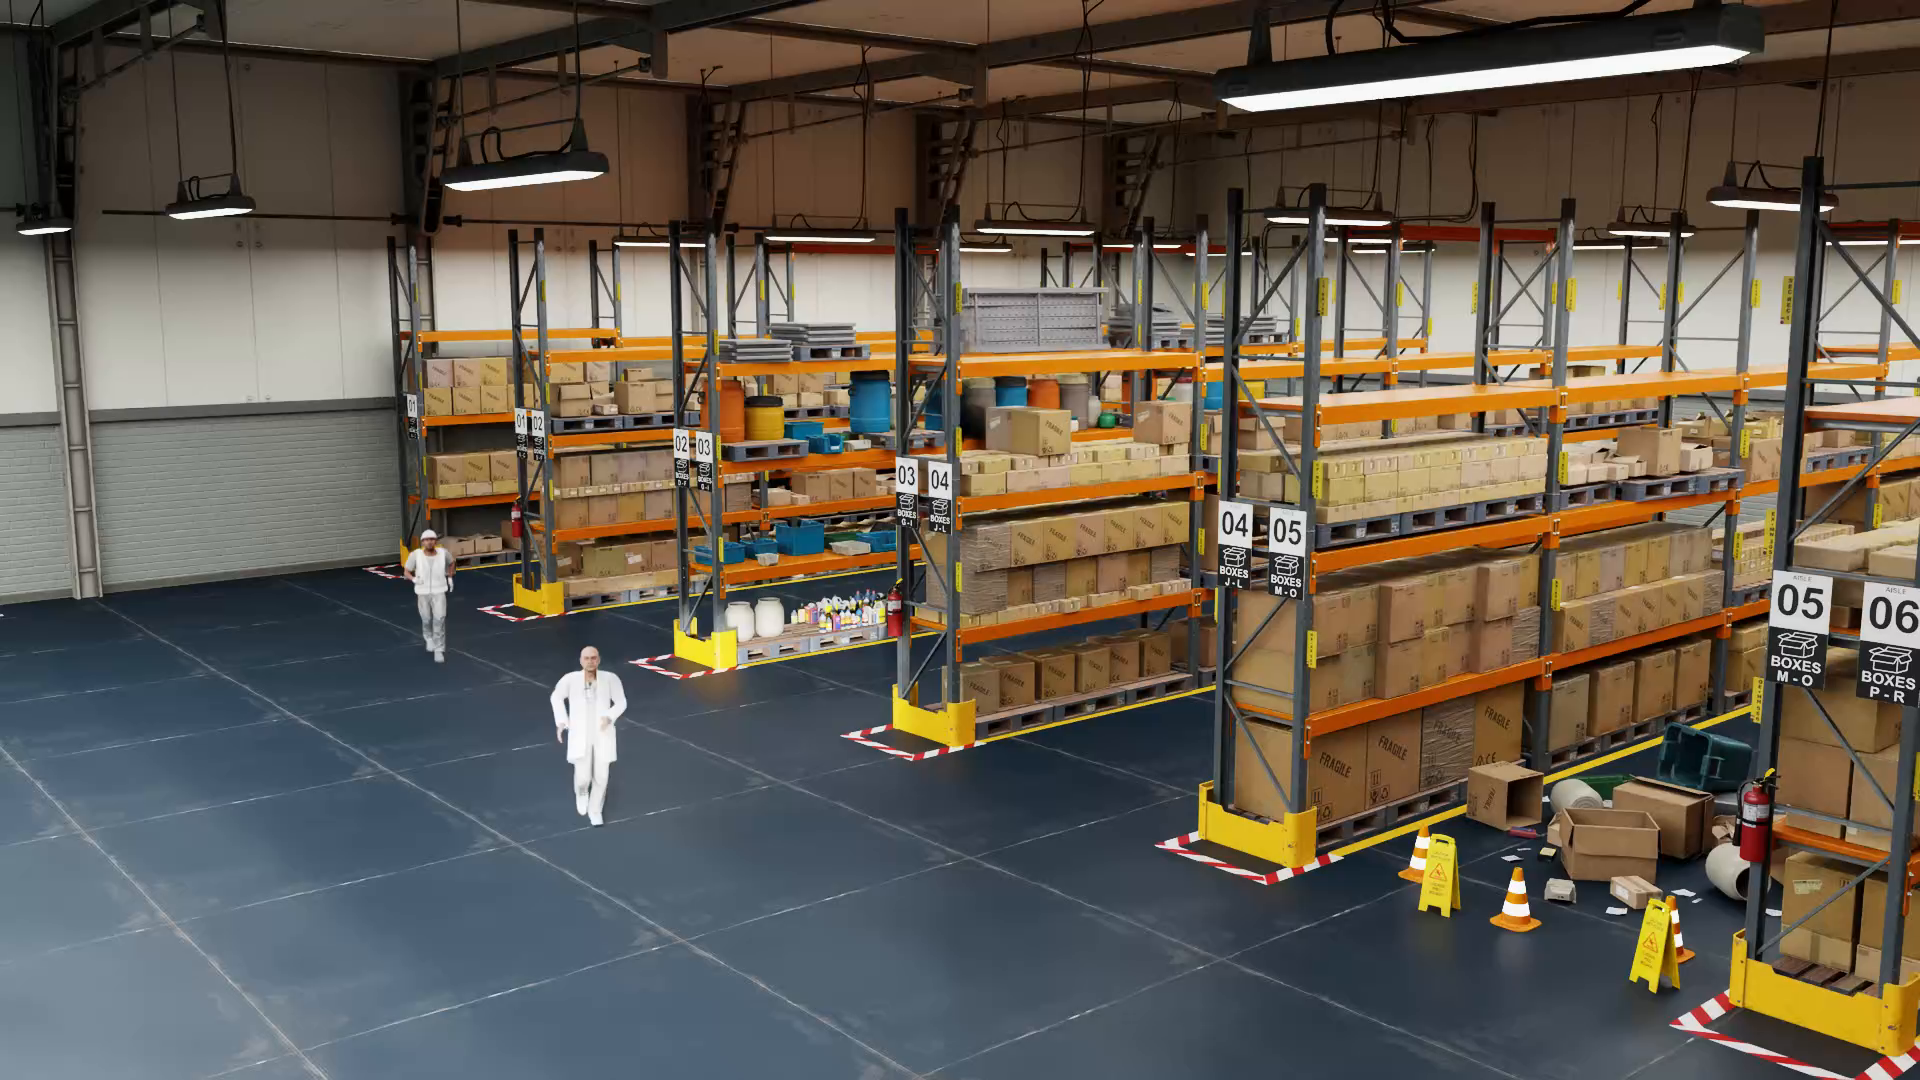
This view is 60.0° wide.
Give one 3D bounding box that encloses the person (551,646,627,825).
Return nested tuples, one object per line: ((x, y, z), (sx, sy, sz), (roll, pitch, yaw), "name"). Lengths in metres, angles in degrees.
((-3.524, 1.882, 15.886), (0.703, 1.735, 0.625), (-2, 9, -16), "person")

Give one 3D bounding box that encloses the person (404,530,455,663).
((-7.342, 0.742, 23.053), (0.676, 1.794, 0.926), (-3, 9, -16), "person")
